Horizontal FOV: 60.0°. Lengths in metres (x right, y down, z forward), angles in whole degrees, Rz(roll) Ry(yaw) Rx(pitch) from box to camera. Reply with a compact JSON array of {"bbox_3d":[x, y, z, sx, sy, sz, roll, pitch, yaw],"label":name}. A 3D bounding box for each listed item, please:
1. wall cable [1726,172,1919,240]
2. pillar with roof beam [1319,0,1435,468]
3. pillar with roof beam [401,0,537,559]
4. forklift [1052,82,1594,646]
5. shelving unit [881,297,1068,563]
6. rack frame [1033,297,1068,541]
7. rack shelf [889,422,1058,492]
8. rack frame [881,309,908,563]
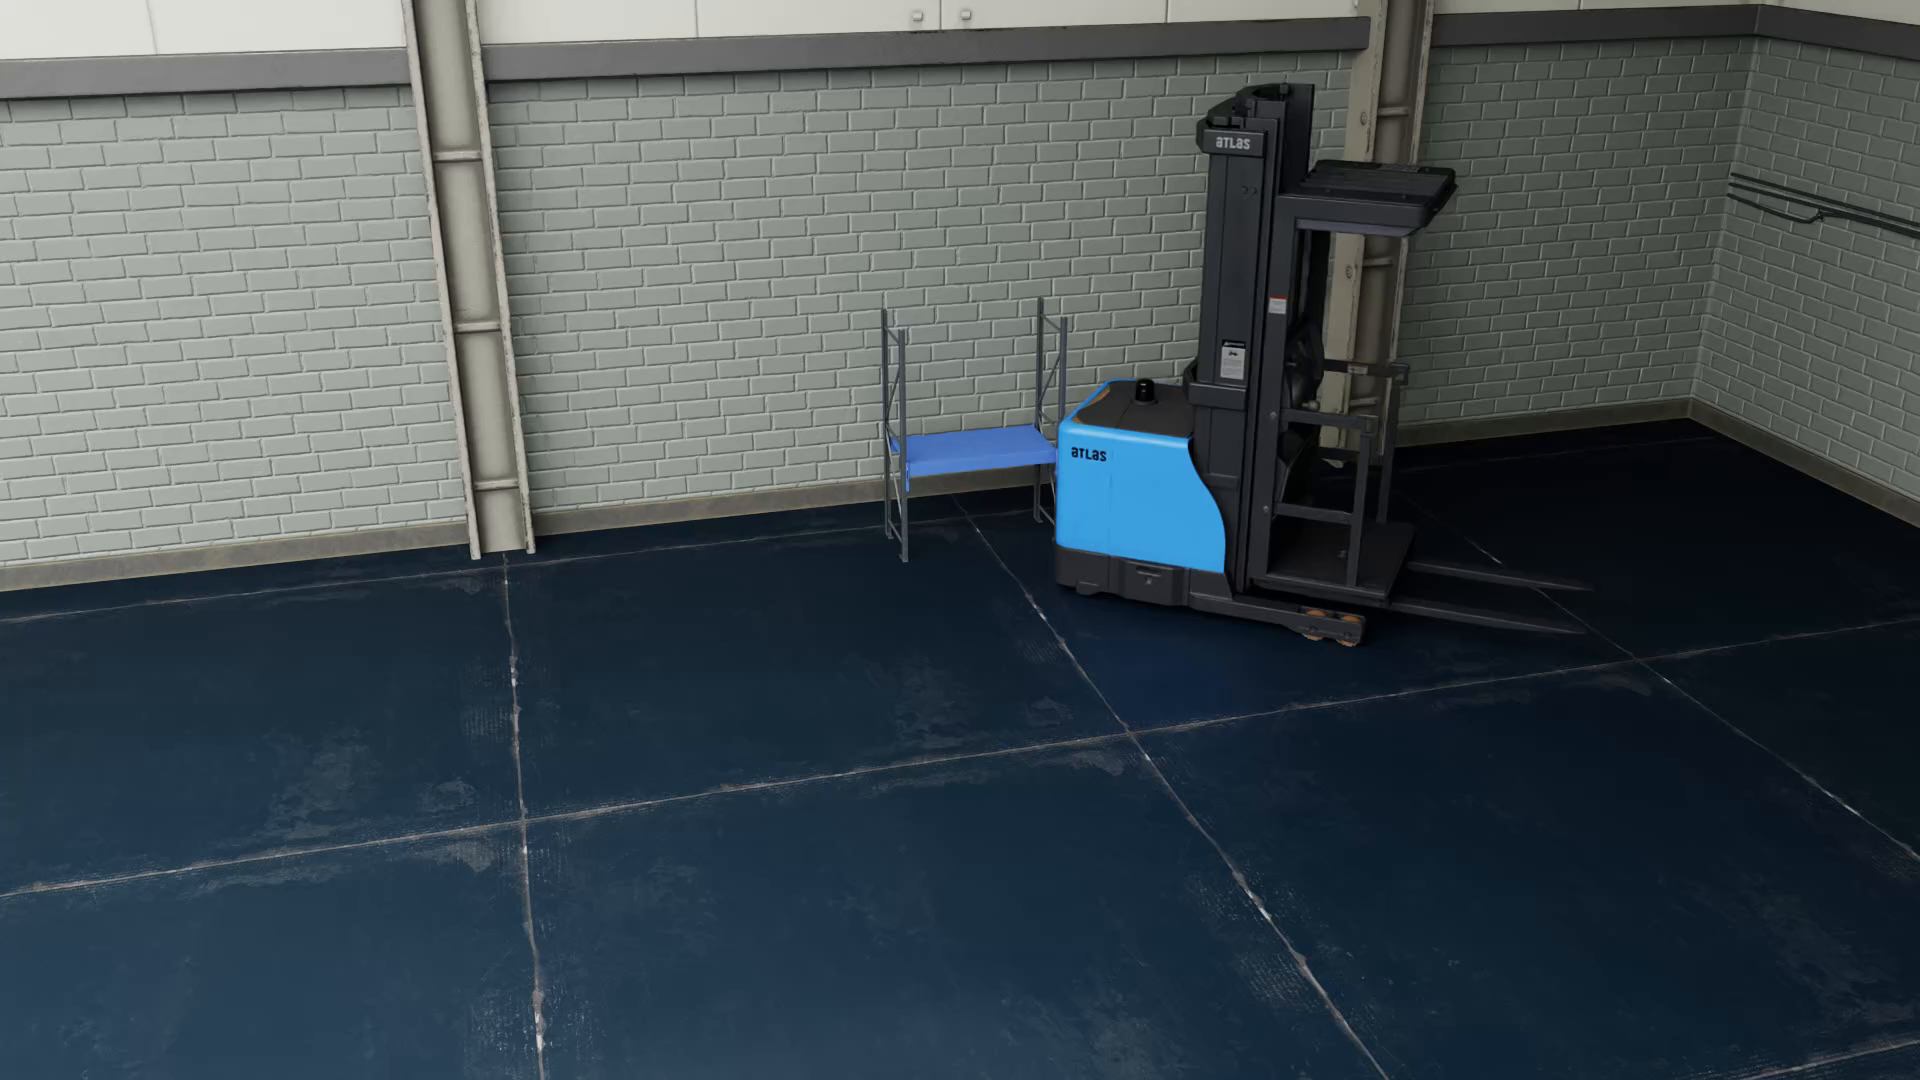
[{"bbox_3d":[6.048,-3.116,10.537,0.112,2.526,3.097,-6,24,-14],"label":"wall cable"},{"bbox_3d":[4.017,-3.096,6.554,0.400,9.000,9.100,-6,24,-14],"label":"pillar with roof beam"},{"bbox_3d":[-1.760,-2.457,5.065,0.400,9.000,9.100,-6,24,-14],"label":"pillar with roof beam"},{"bbox_3d":[2.124,-0.987,9.334,3.031,2.935,1.130,9,25,21],"label":"forklift"},{"bbox_3d":[0.082,-0.698,10.475,1.048,1.500,0.538,-6,24,-14],"label":"shelving unit"},{"bbox_3d":[0.572,-0.752,10.602,0.032,1.500,0.500,-6,24,-14],"label":"rack frame"},{"bbox_3d":[0.082,-0.533,10.546,1.000,0.185,0.538,-6,24,-14],"label":"rack shelf"},{"bbox_3d":[-0.407,-0.644,10.349,0.032,1.500,0.500,-6,24,-14],"label":"rack frame"}]
